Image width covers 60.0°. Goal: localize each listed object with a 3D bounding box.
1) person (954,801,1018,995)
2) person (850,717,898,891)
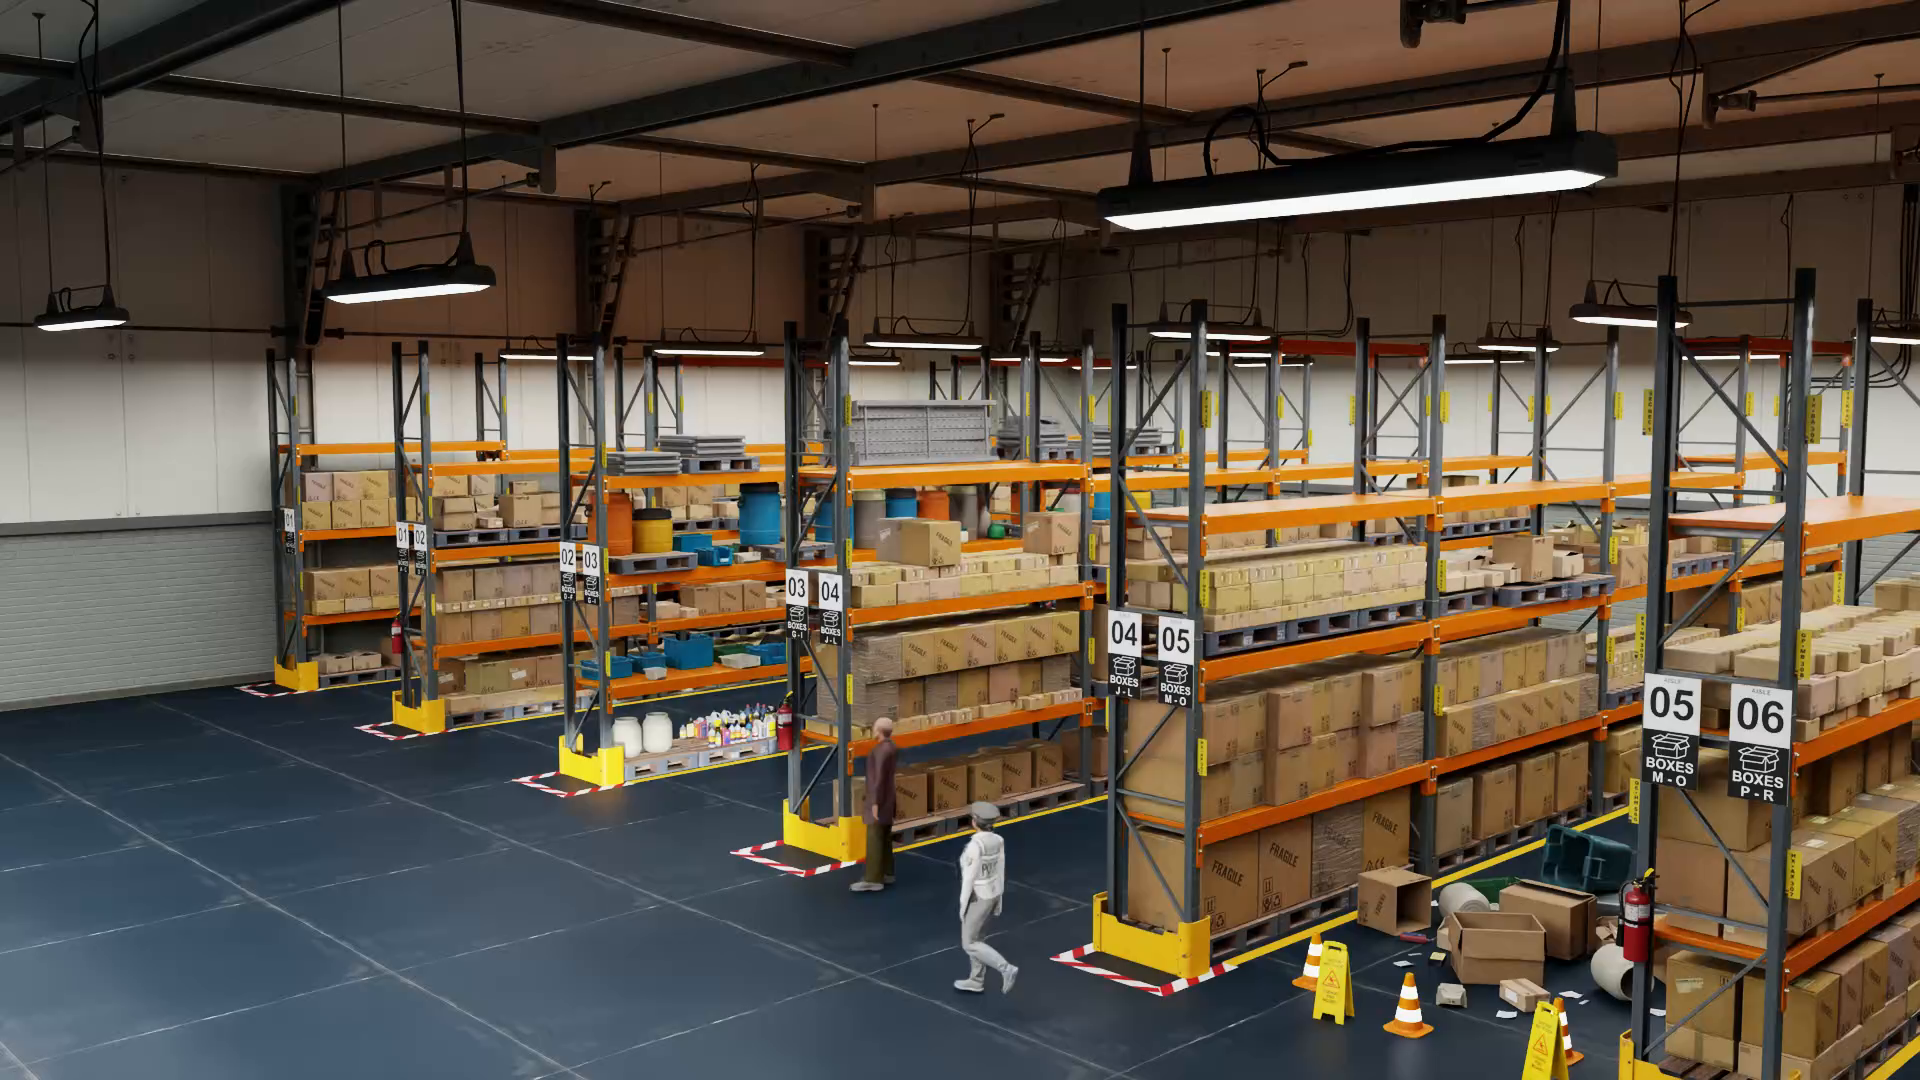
[{"bbox_3d":[0.223,3.083,14.253,0.666,1.681,0.457,2,5,23],"label":"person"},{"bbox_3d":[-0.901,2.759,17.532,0.443,1.787,0.630,1,5,9],"label":"person"}]
